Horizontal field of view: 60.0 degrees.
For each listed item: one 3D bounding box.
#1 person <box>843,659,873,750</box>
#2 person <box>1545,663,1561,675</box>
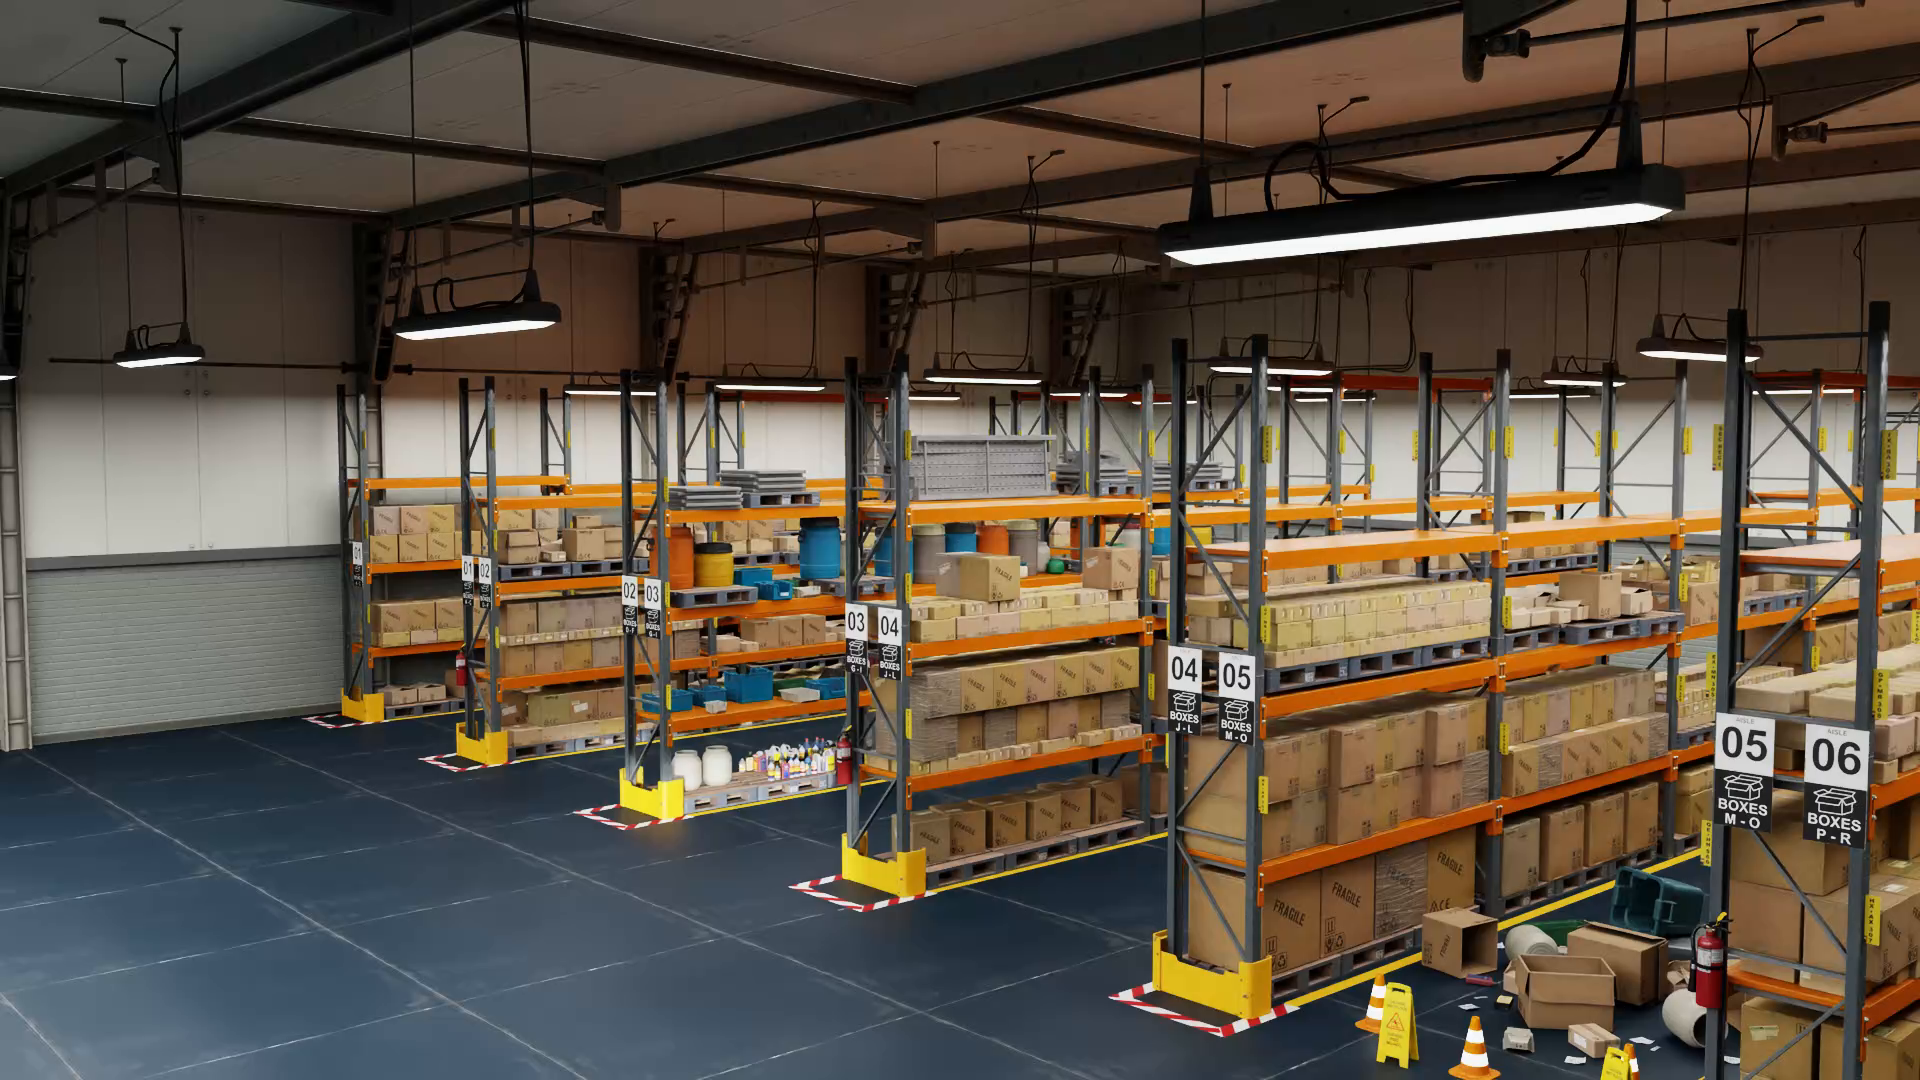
[{"bbox_3d":[-1.668,2.535,26.703,0.639,1.814,0.494,-3,5,-42],"label":"person"},{"bbox_3d":[9.169,2.612,25.778,1.042,1.724,0.750,-3,5,-41],"label":"person"}]
